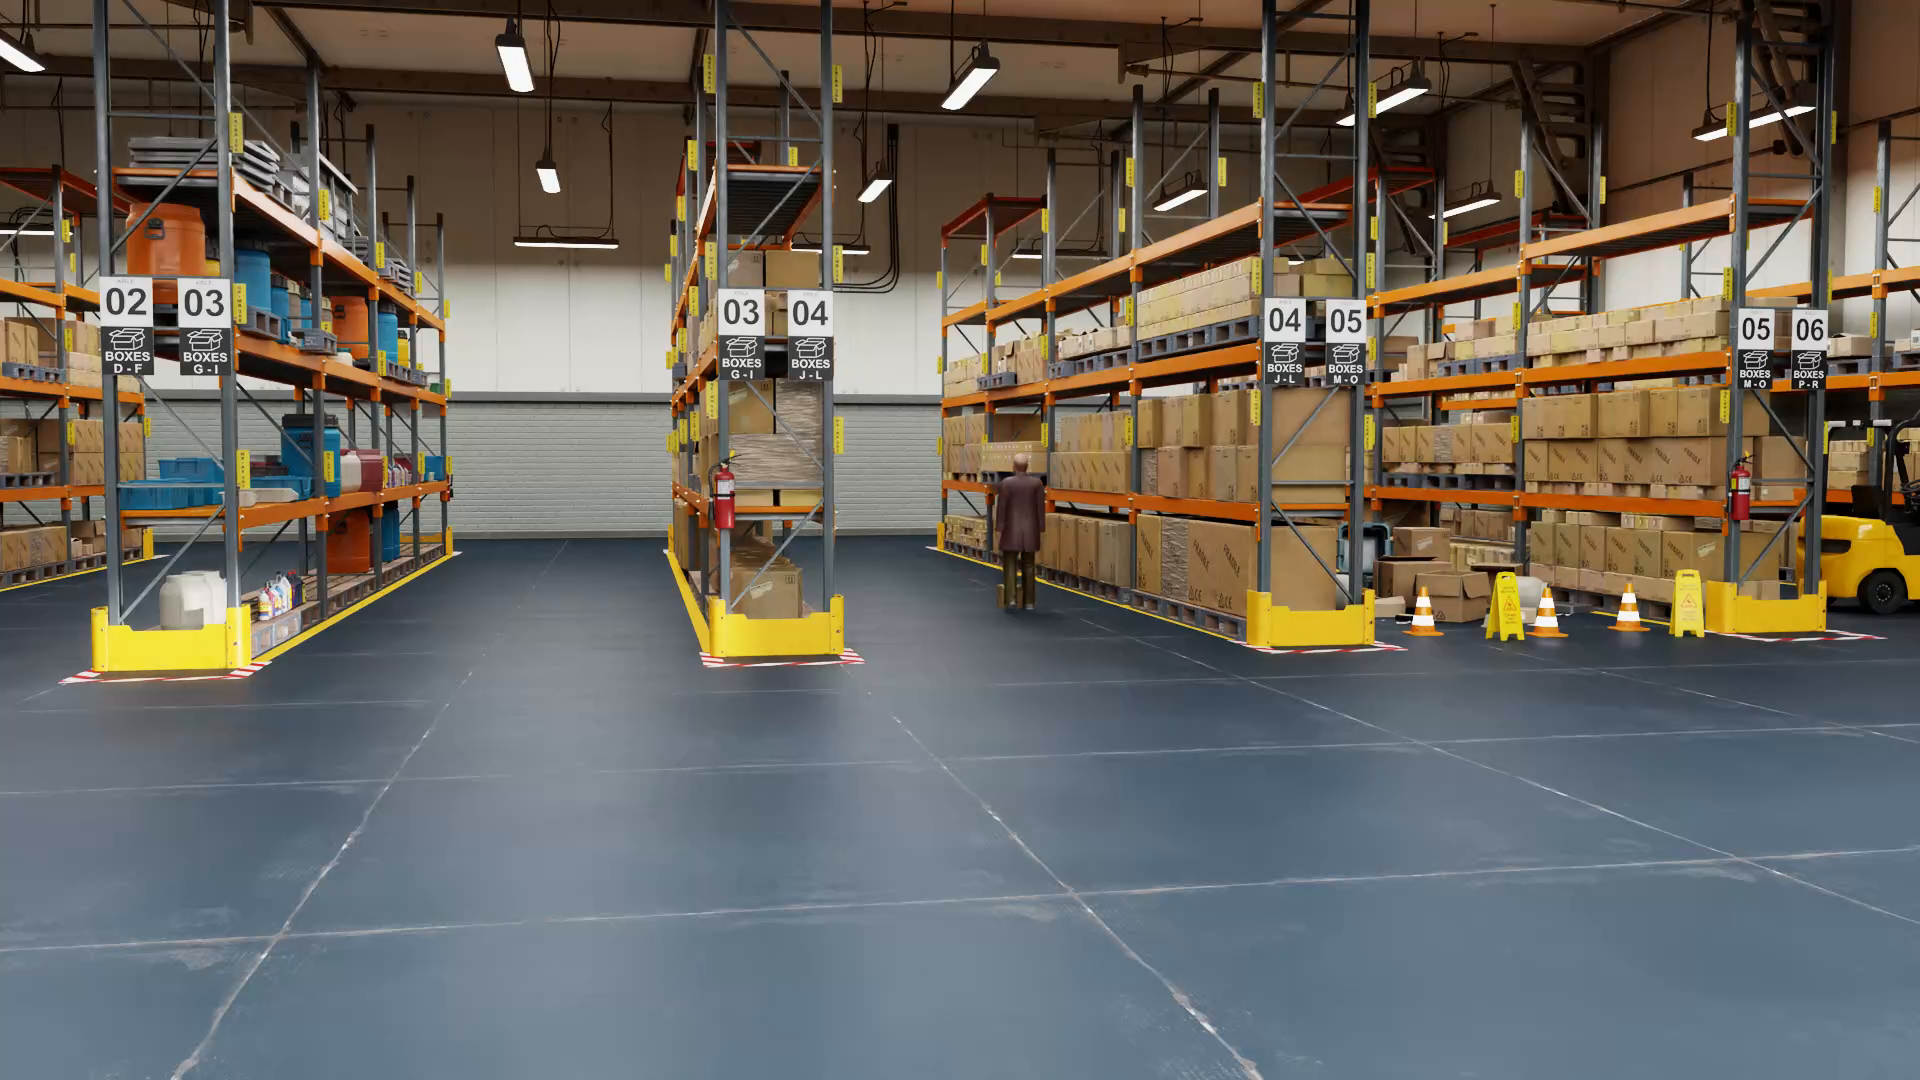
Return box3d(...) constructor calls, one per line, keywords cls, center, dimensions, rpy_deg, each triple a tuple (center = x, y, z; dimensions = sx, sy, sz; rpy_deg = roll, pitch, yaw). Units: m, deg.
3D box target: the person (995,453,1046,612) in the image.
box3d(cls="person", center=(0.682, -0.047, 18.815), dimensions=(0.588, 1.862, 0.534), rpy_deg=(-1, 3, -11))
